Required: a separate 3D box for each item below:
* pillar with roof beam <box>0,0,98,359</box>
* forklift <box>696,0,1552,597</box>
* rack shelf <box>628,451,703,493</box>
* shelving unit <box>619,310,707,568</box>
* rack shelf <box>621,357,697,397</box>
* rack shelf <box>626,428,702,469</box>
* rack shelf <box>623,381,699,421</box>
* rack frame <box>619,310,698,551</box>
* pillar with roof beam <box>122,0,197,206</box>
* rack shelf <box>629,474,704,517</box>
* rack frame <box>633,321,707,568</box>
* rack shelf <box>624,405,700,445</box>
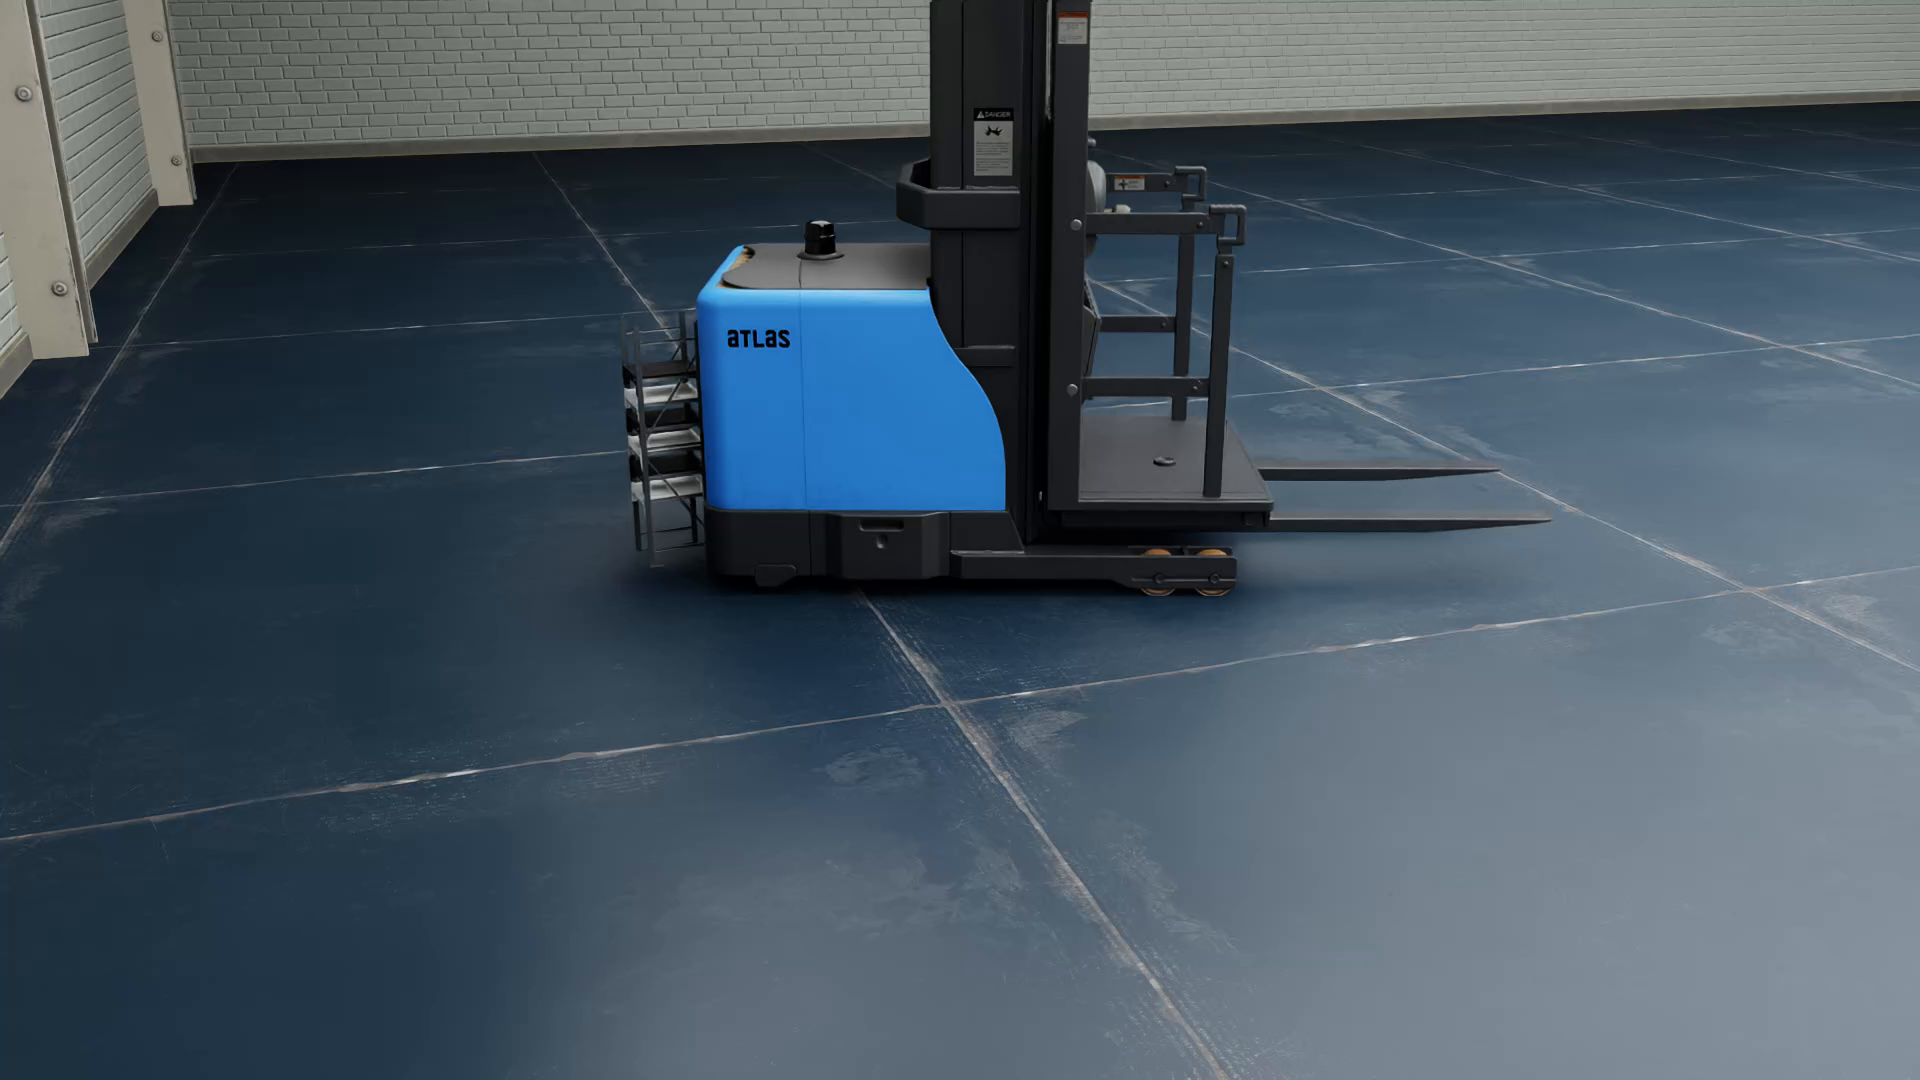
[{"bbox_3d":[-0.989,-5.768,9.162,9.100,9.000,0.400,-6,21,-17],"label":"pillar with roof beam"},{"bbox_3d":[0.613,-1.359,5.865,3.031,2.935,1.130,0,20,0],"label":"forklift"},{"bbox_3d":[-1.077,-0.253,6.152,0.258,0.077,0.200,-9,21,-22],"label":"rack shelf"},{"bbox_3d":[-1.077,-0.369,6.111,0.258,0.900,0.210,-9,21,-22],"label":"shelving unit"},{"bbox_3d":[-1.078,-0.593,6.033,0.258,0.077,0.200,-9,21,-22],"label":"rack shelf"},{"bbox_3d":[-1.077,-0.338,6.122,0.258,0.077,0.200,-9,21,-22],"label":"rack shelf"},{"bbox_3d":[-1.078,-0.508,6.063,0.258,0.077,0.200,-9,21,-22],"label":"rack shelf"},{"bbox_3d":[-1.119,-0.400,6.199,0.240,0.900,0.006,-9,21,-22],"label":"rack frame"},{"bbox_3d":[-2.875,-7.693,14.523,9.100,9.000,0.400,-6,21,-17],"label":"pillar with roof beam"},{"bbox_3d":[-1.077,-0.168,6.182,0.258,0.077,0.200,-9,21,-22],"label":"rack shelf"},{"bbox_3d":[-1.036,-0.339,6.024,0.240,0.900,0.006,-9,21,-22],"label":"rack frame"},{"bbox_3d":[-1.078,-0.423,6.092,0.258,0.077,0.200,-9,21,-22],"label":"rack shelf"}]
